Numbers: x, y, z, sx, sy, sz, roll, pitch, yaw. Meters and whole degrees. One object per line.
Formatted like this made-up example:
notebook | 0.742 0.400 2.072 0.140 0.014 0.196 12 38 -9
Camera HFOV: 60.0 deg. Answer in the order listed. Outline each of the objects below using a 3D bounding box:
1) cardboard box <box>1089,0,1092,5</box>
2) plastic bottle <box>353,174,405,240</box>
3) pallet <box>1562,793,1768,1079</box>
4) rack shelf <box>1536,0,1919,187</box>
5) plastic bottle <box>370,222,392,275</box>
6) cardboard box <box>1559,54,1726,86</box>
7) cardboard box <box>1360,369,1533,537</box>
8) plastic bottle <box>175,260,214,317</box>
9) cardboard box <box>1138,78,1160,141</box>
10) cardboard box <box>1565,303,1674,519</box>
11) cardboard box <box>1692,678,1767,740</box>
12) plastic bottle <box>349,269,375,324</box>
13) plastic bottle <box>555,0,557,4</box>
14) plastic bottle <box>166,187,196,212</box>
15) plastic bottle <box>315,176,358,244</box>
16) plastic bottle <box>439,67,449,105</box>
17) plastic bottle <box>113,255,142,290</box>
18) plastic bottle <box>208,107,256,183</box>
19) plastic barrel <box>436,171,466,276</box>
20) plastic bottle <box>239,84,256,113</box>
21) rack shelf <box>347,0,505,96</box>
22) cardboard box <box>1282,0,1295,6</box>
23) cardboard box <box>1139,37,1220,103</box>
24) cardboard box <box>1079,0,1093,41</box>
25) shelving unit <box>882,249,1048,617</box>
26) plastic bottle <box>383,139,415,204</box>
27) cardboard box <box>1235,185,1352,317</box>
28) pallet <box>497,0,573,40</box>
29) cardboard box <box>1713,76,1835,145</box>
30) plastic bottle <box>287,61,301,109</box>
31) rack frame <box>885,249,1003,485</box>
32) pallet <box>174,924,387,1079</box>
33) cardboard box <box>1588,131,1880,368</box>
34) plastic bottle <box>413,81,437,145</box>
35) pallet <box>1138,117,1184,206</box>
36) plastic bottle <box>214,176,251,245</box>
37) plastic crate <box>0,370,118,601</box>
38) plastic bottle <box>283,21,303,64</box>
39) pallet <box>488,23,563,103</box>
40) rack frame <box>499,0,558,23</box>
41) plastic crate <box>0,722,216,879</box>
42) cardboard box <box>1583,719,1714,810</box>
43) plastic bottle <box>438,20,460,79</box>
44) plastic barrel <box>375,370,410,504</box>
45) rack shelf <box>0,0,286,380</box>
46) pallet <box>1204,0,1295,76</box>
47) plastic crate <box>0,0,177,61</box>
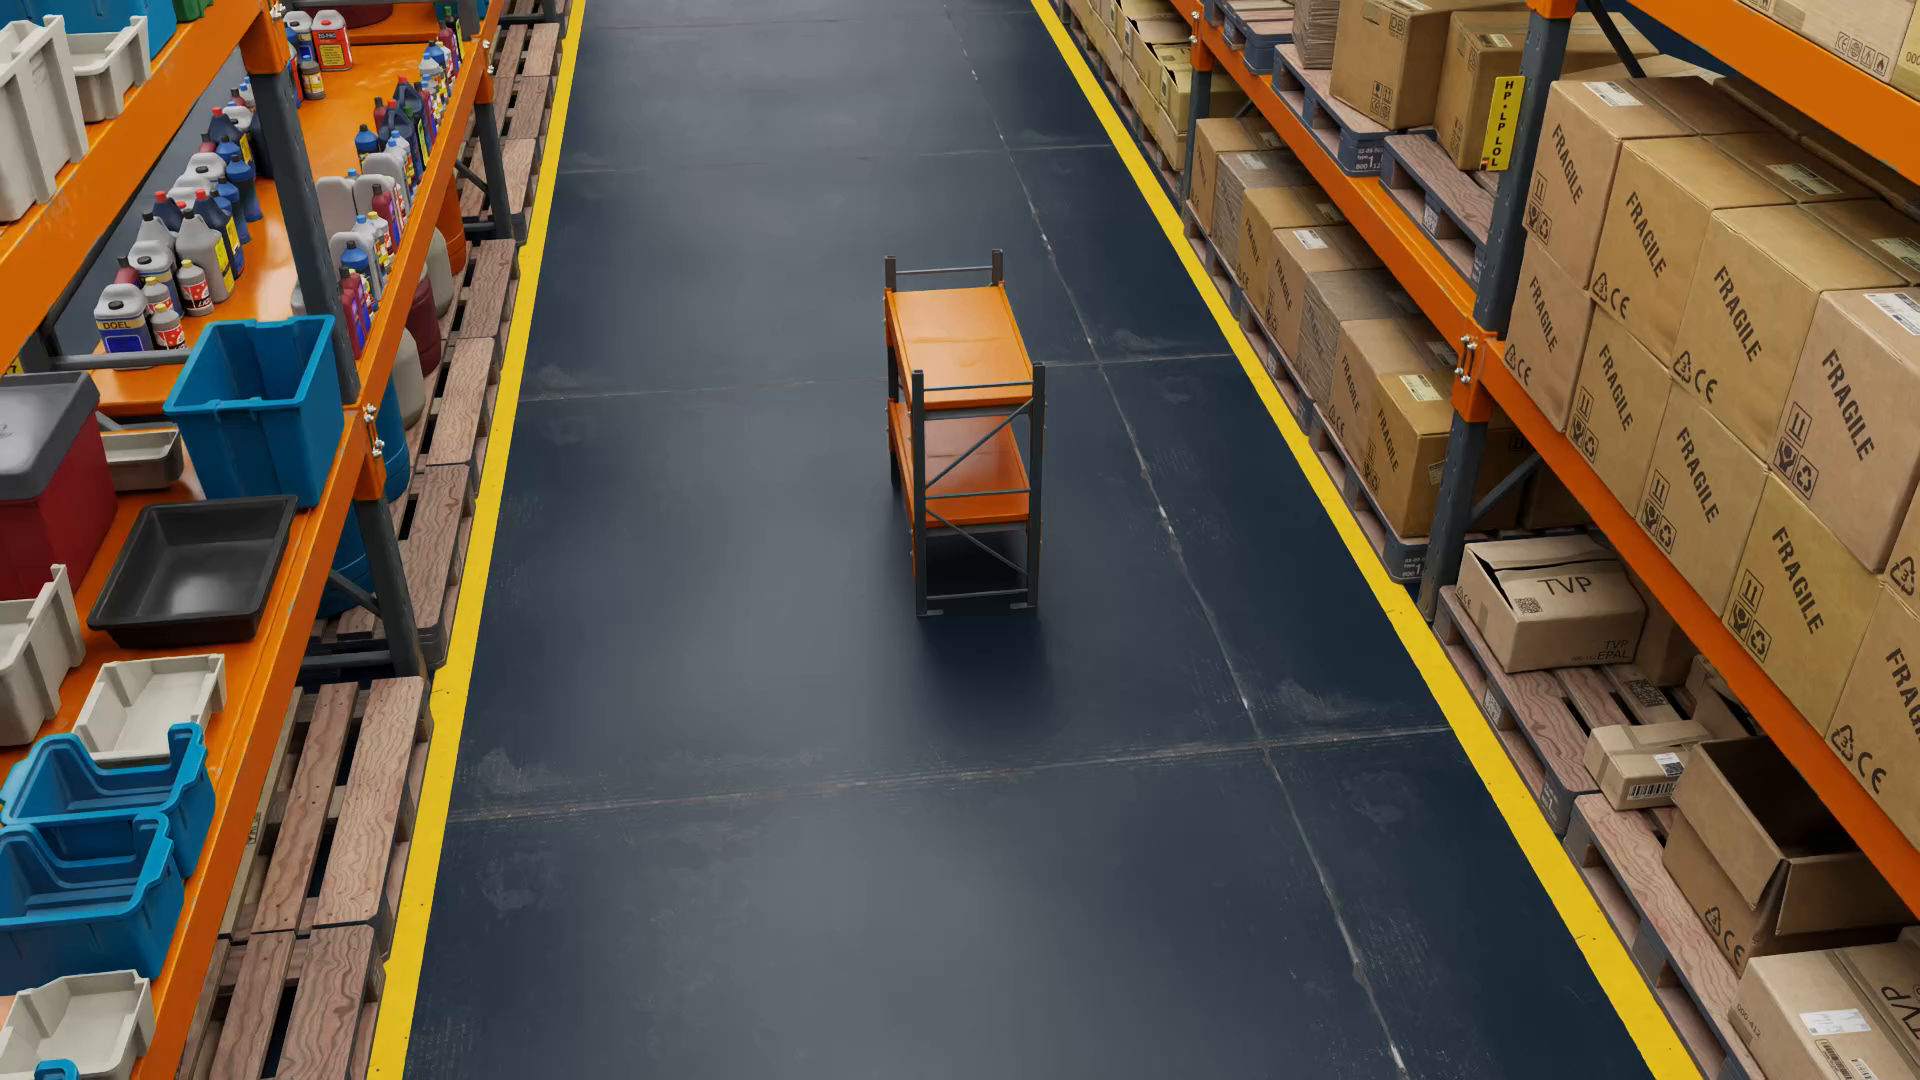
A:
cardboard box | 1.177 -4.175 12.283 0.500 0.311 0.500 -5 35 -7
plastic bottle | -2.336 -1.350 6.678 0.152 0.276 0.135 -4 35 -6
pallet | 2.640 1.247 5.233 1.003 0.211 1.213 -4 35 -6
rack shelf | 2.651 -0.797 3.731 1.077 0.370 4.000 -4 35 -6
plastic bottle | -2.263 -1.128 6.418 0.097 0.201 0.097 0 34 0
cardboard box | 2.540 -1.467 6.277 0.700 0.500 0.500 -16 37 -22
cardboard box | 2.031 -0.373 6.963 0.500 0.500 0.500 -5 35 -7
plastic bottle | -2.828 -0.935 6.134 0.097 0.201 0.097 0 34 0
cardboard box | 1.459 -2.803 10.768 0.500 0.250 0.500 -5 35 -7
cardboard box | 2.252 -0.422 5.116 0.500 0.500 0.500 -4 34 -6
cardboard box | 2.840 0.674 5.595 0.500 0.311 0.500 -4 35 -6
plastic bottle | -2.205 -0.890 6.069 0.097 0.201 0.097 0 34 0
plastic bottle | -3.211 -4.327 12.968 0.097 0.271 0.097 0 34 0
plastic bottle | -3.017 -1.227 6.497 0.152 0.276 0.135 -4 35 -6
plastic bottle | -2.487 -1.339 6.661 0.152 0.276 0.135 -4 35 -6
plastic bottle | -2.520 -2.197 7.986 0.097 0.201 0.097 0 34 0
plastic bottle | -2.977 -0.871 5.967 0.061 0.283 0.133 -4 35 -6
plastic bottle | -3.123 -1.680 7.096 0.144 0.351 0.185 -4 35 -6
plastic barrel | -2.982 -1.835 8.833 0.600 0.830 0.708 -4 35 -6
plastic bottle | -3.214 -1.928 7.530 0.097 0.271 0.097 0 34 0
rack shelf | -3.334 -3.649 10.579 1.077 0.370 4.000 -4 35 -6
cardboard box | 2.040 -3.075 8.637 0.700 0.500 0.500 -16 37 -22
cardboard box | 1.453 -3.035 10.611 0.500 0.311 0.500 -5 35 -7
cardboard box | 1.182 -3.943 12.441 0.500 0.250 0.500 -4 34 -5
shelving unit | 0.001 -0.461 6.928 0.538 1.125 1.048 -4 35 -6
plastic bottle | -2.356 -1.545 6.967 0.097 0.271 0.097 0 34 0
cardboard box | 1.760 -1.504 8.622 0.500 0.500 0.500 -5 35 -7
pallet | -3.652 -4.288 13.354 1.003 0.211 1.213 -4 35 -6
cardboard box | 2.706 -1.163 5.316 0.500 0.500 0.500 -4 34 -6
plastic bottle | -3.216 -2.190 7.915 0.097 0.271 0.097 0 34 0
rack frame | -0.067 -0.745 7.344 0.500 1.125 0.032 -4 35 -6
pallet | -2.222 1.644 4.650 1.003 0.211 1.213 -4 35 -6
cardboard box | 2.236 -0.853 4.862 0.500 0.500 0.500 -5 35 -8
plastic bottle | -2.434 -1.950 7.552 0.061 0.283 0.133 -4 35 -6
pallet | 1.772 -2.513 10.750 1.003 0.211 1.213 -4 35 -6
plastic bottle | -2.914 -1.320 6.638 0.097 0.271 0.097 0 34 0
plastic crate | -2.656 -0.132 4.670 0.402 0.464 0.583 -4 35 -6
plastic bottle | -3.339 -2.444 8.287 0.097 0.271 0.097 0 34 0
pallet | -3.459 -3.474 12.161 1.003 0.211 1.213 -4 35 -6
rack frame | -3.603 -5.062 12.014 1.000 3.000 0.127 -4 35 -6
plastic crate | -1.914 0.614 3.781 0.416 0.233 0.300 -4 35 -6
cardboard box | 2.350 0.751 5.610 0.380 0.166 0.250 -4 35 -6
plastic bottle | -2.557 -2.459 8.299 0.061 0.283 0.133 -4 35 -6
plastic barrel | -2.679 -0.604 6.963 0.600 0.901 0.708 -4 35 -6
rack shelf | -2.258 -0.424 3.184 1.077 0.370 4.000 -4 35 -6
pallet | 2.005 -2.751 8.793 1.213 0.211 1.003 -4 35 -6
plastic crate | -2.088 -1.284 3.956 0.416 0.233 0.300 -4 35 -6
